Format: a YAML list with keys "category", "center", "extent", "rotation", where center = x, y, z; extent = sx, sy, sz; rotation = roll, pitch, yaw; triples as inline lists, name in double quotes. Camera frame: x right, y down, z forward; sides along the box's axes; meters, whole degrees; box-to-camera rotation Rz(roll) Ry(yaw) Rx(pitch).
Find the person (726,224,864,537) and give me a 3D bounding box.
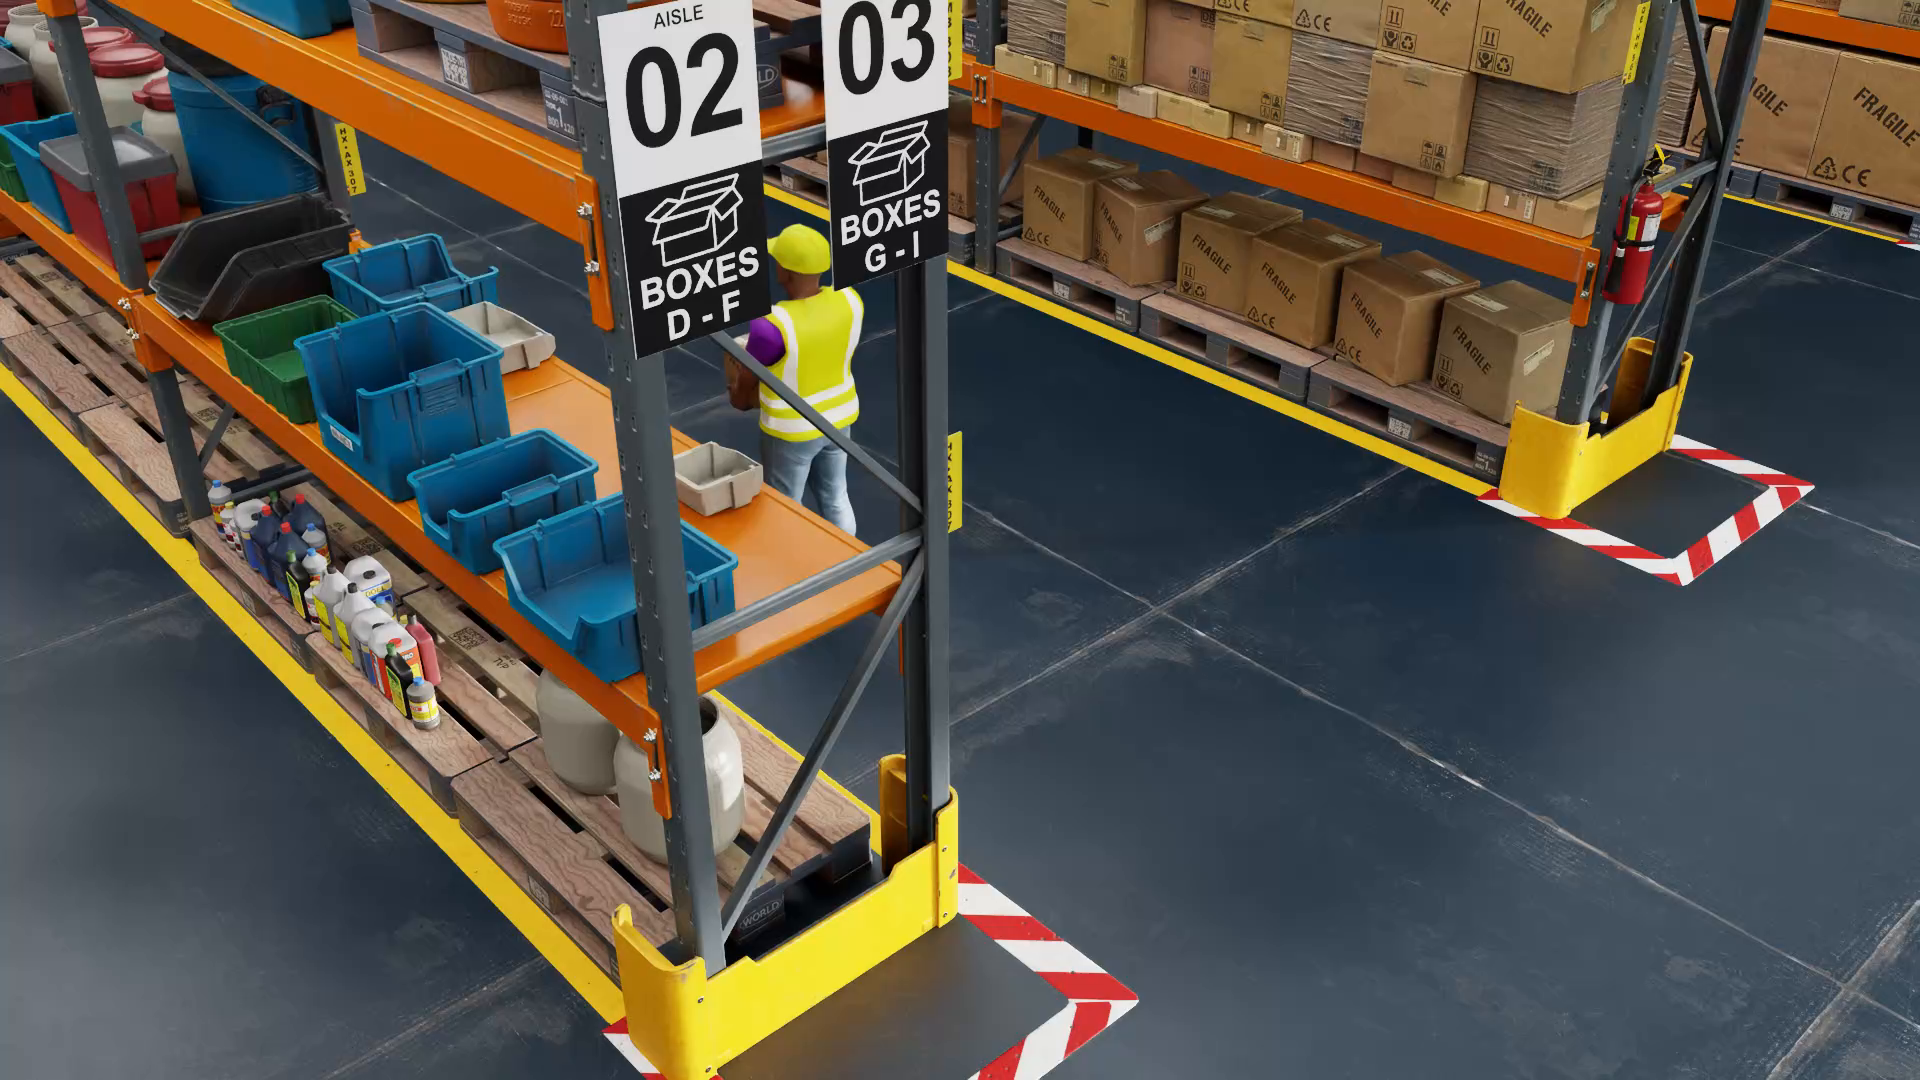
- category: "person"
  center: [-0.709, -0.522, 6.967]
  extent: [0.504, 1.760, 0.585]
  rotation: [-25, 39, -34]
